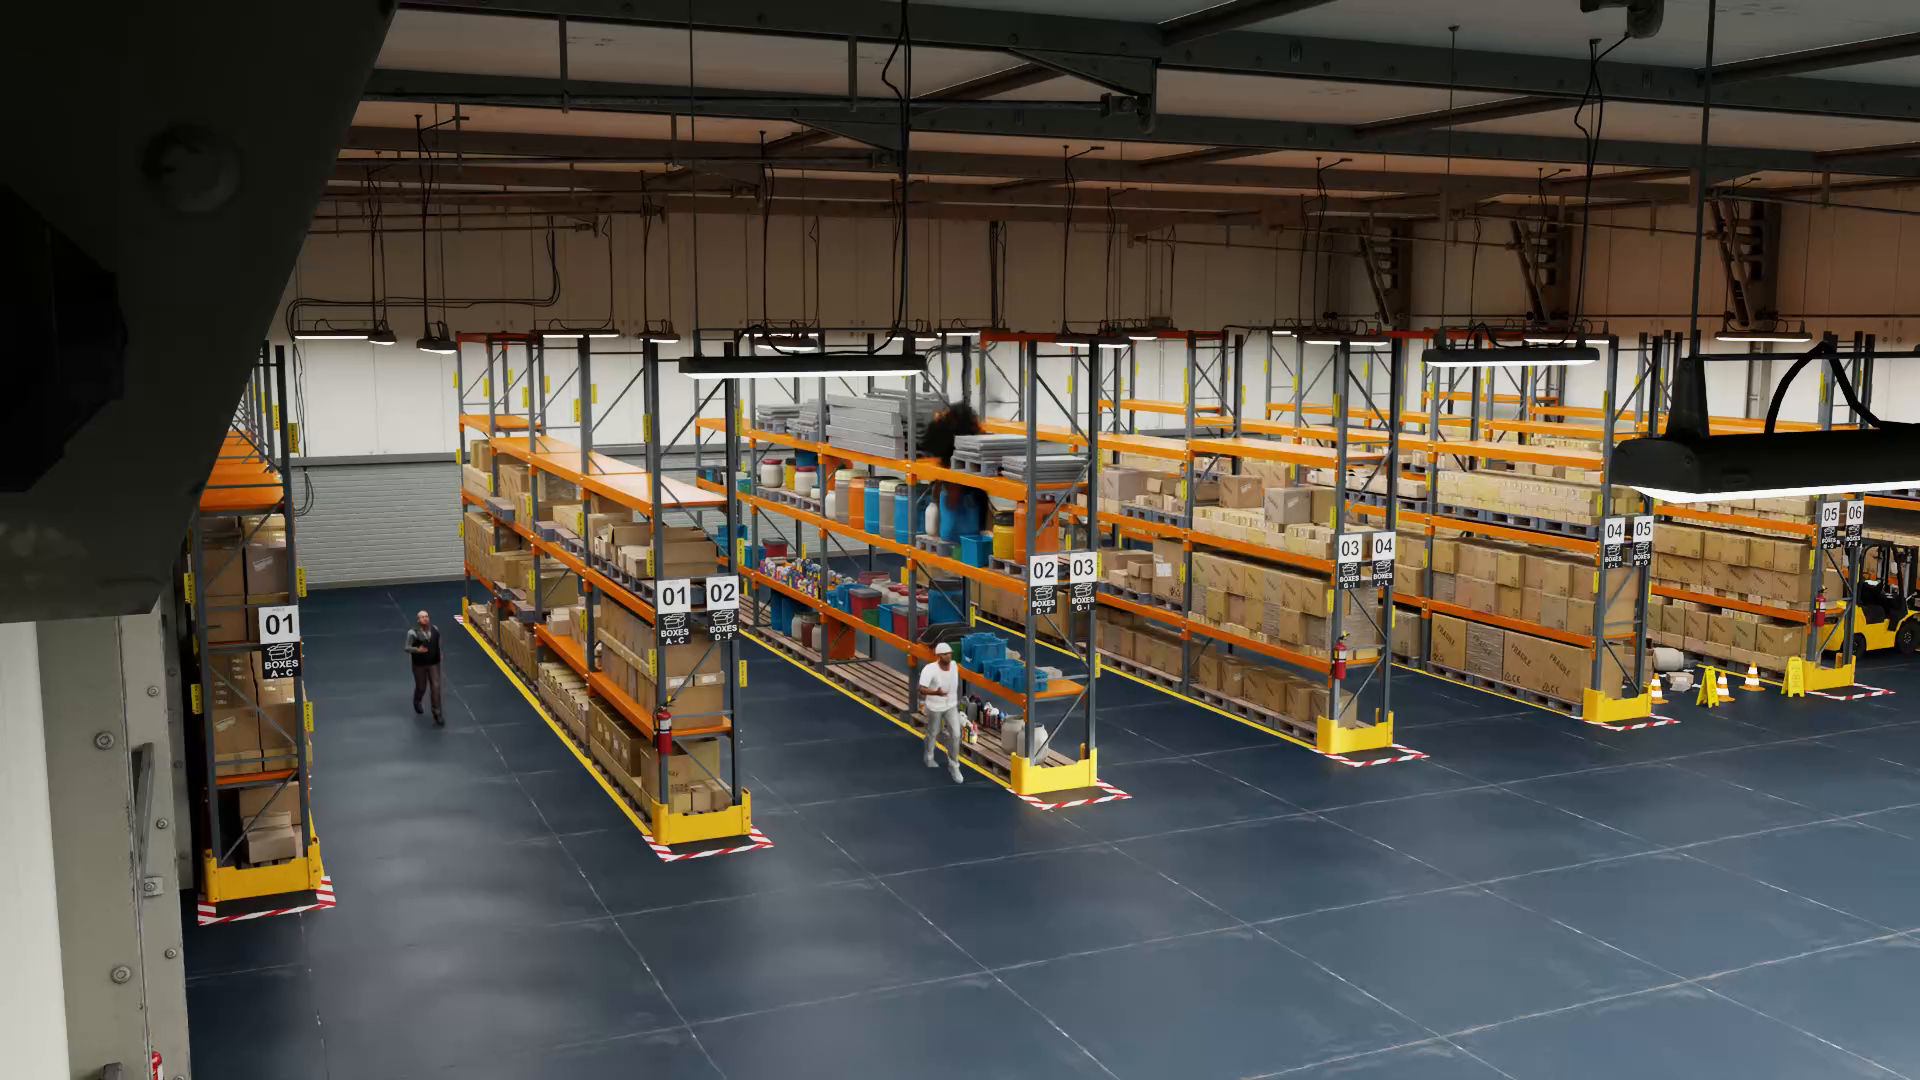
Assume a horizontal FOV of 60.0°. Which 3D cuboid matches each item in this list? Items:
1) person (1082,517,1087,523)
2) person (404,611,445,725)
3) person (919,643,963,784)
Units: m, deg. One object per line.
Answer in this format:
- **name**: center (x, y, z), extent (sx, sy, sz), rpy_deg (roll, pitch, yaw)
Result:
- **person**: center (3.189, -0.197, 41.913), extent (0.942, 1.717, 0.709), rpy_deg (1, 8, 10)
- **person**: center (-8.345, 1.961, 25.981), extent (0.657, 1.726, 0.949), rpy_deg (-5, 9, -35)
- **person**: center (-0.243, 2.255, 21.956), extent (0.710, 1.856, 0.790), rpy_deg (-4, 9, -29)
